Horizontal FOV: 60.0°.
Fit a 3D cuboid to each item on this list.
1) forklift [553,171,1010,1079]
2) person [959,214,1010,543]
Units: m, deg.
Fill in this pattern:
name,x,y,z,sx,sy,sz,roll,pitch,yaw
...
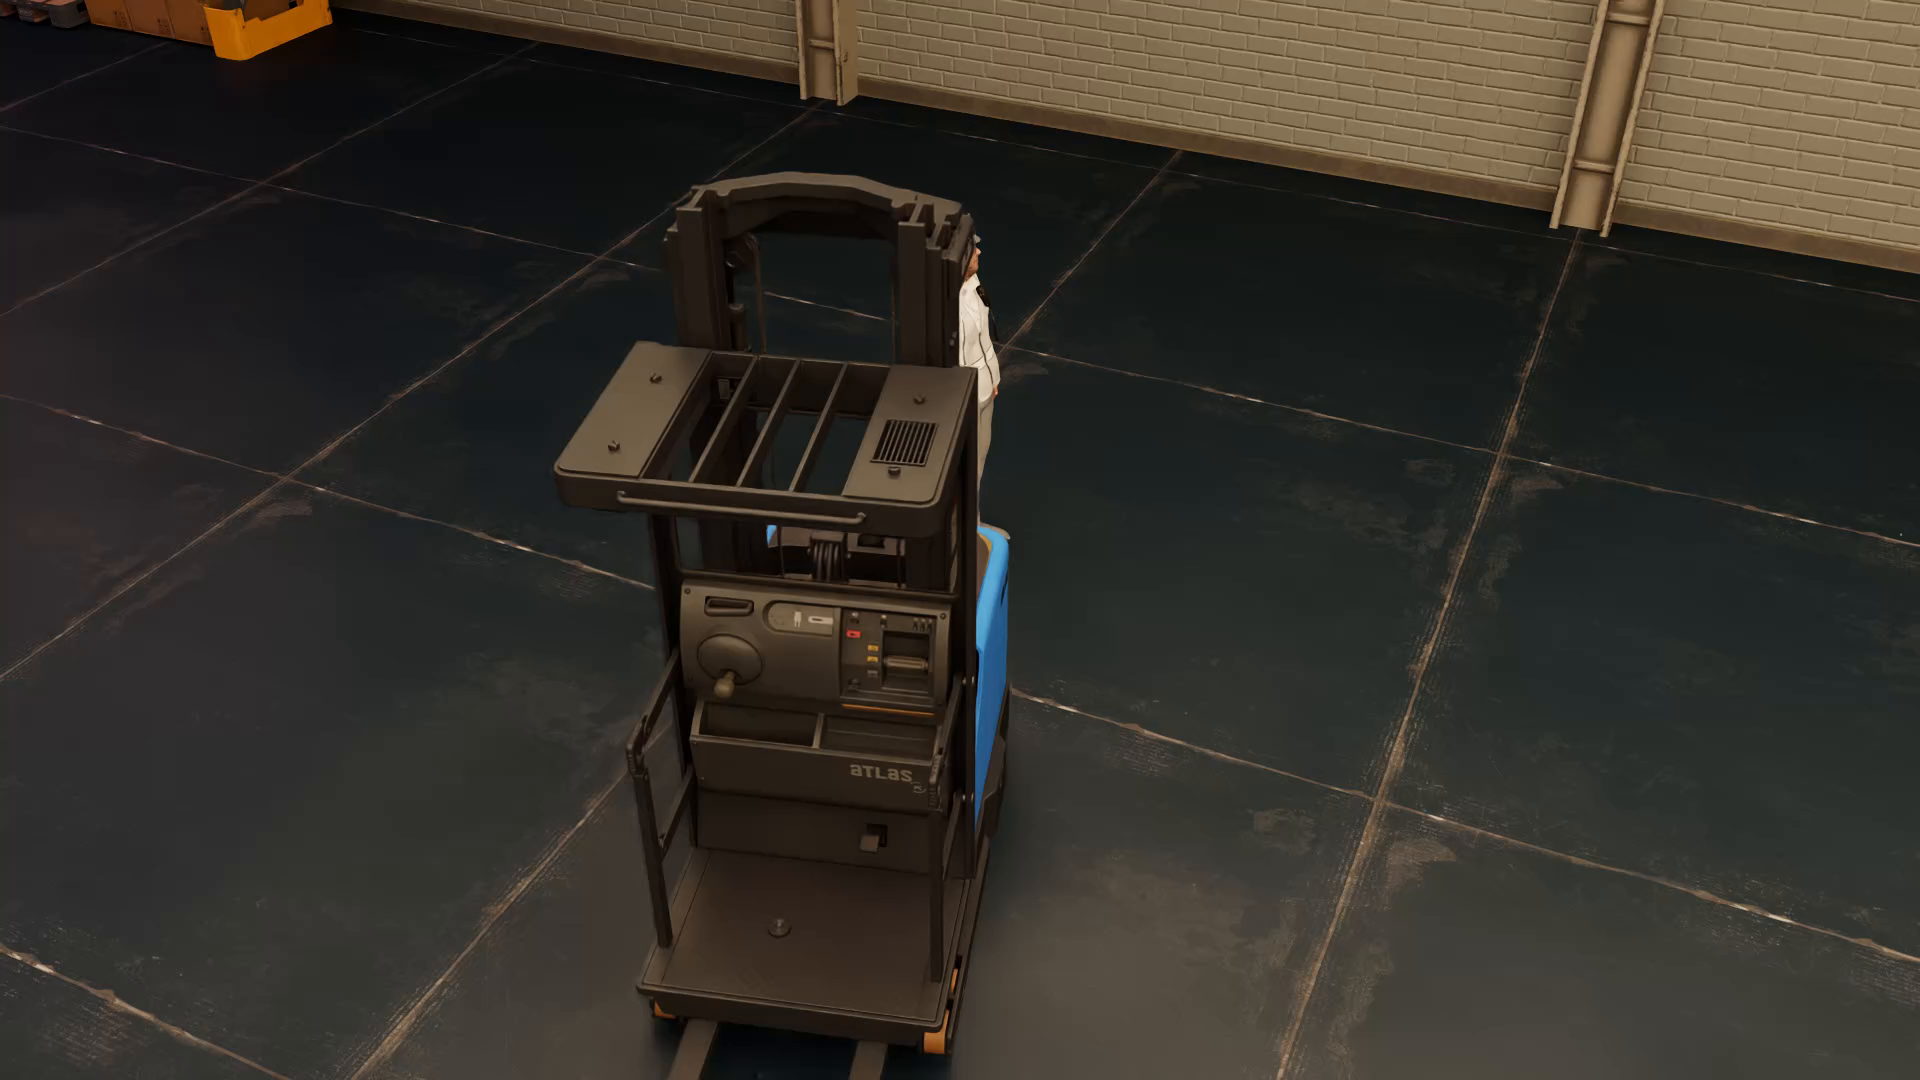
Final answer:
name,x,y,z,sx,sy,sz,roll,pitch,yaw
forklift,-0.527,0.436,5.476,1.130,2.935,3.031,5,36,7
person,0.065,-0.706,8.054,0.575,1.781,0.640,15,38,20
